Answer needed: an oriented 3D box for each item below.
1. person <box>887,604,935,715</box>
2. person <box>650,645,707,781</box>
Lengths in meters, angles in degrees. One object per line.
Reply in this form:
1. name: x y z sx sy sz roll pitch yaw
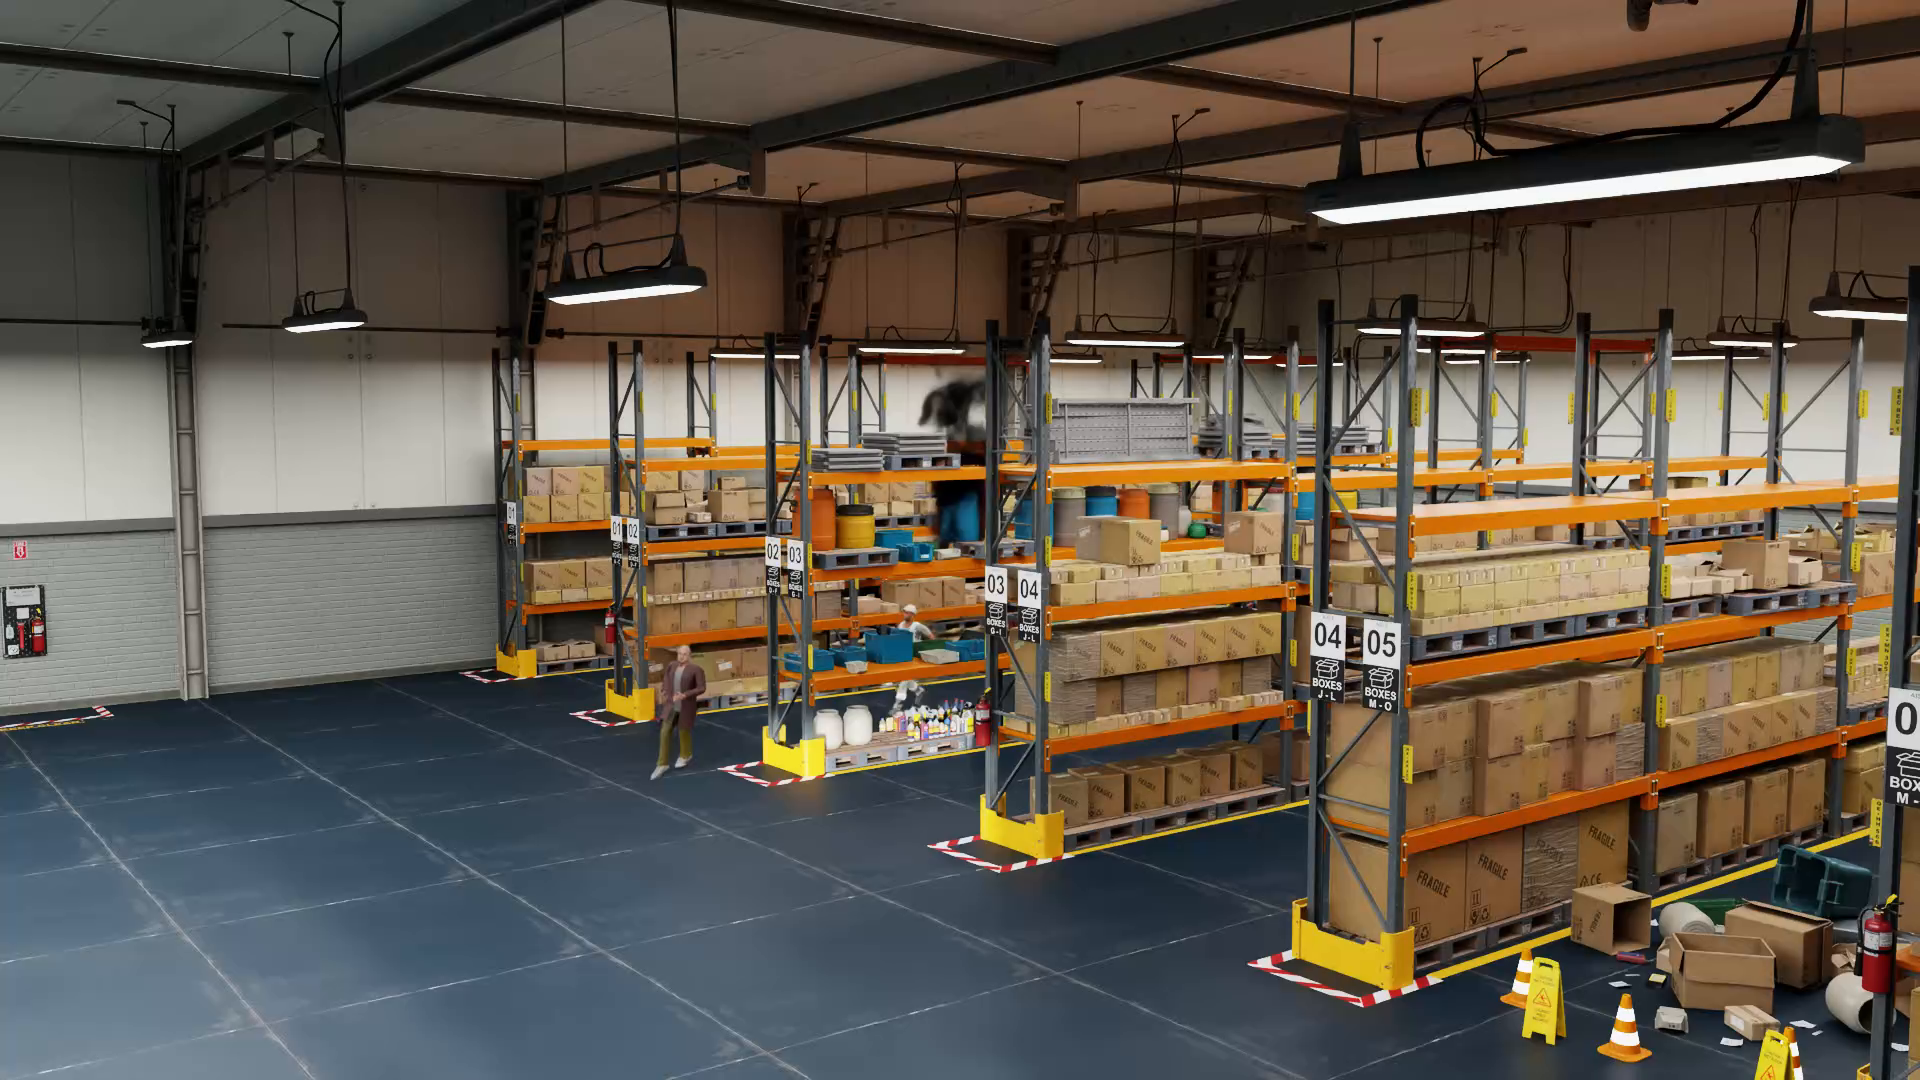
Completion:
1. person: -0.832 1.915 26.806 0.680 1.751 1.031 5 7 43
2. person: -3.753 2.300 22.587 0.711 1.782 0.983 1 5 11
